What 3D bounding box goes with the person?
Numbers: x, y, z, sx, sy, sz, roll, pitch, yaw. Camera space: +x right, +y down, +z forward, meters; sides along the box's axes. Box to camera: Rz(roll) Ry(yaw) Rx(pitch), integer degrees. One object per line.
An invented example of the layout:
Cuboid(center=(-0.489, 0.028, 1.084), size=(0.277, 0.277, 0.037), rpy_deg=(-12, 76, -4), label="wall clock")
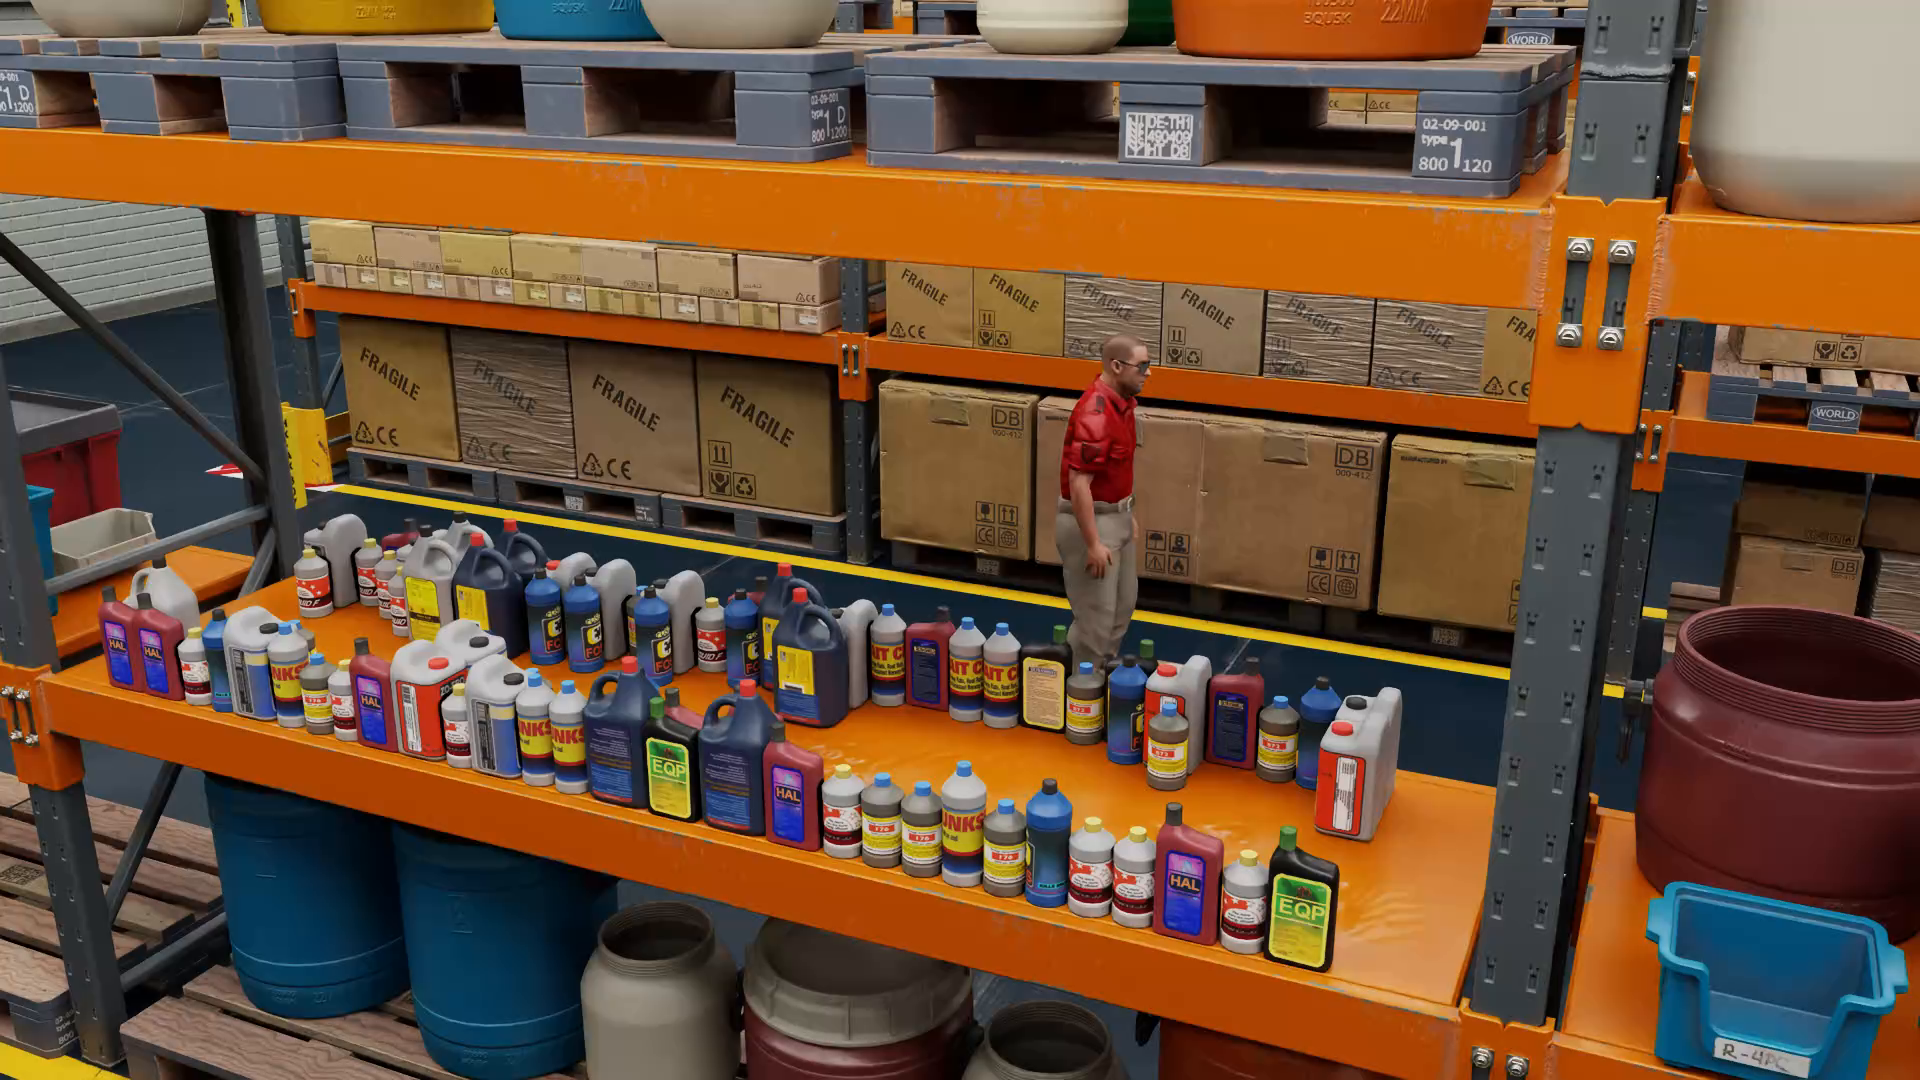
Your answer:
Cuboid(center=(0.624, -0.041, 7.202), size=(0.386, 1.728, 0.606), rpy_deg=(7, 20, 20), label="person")
